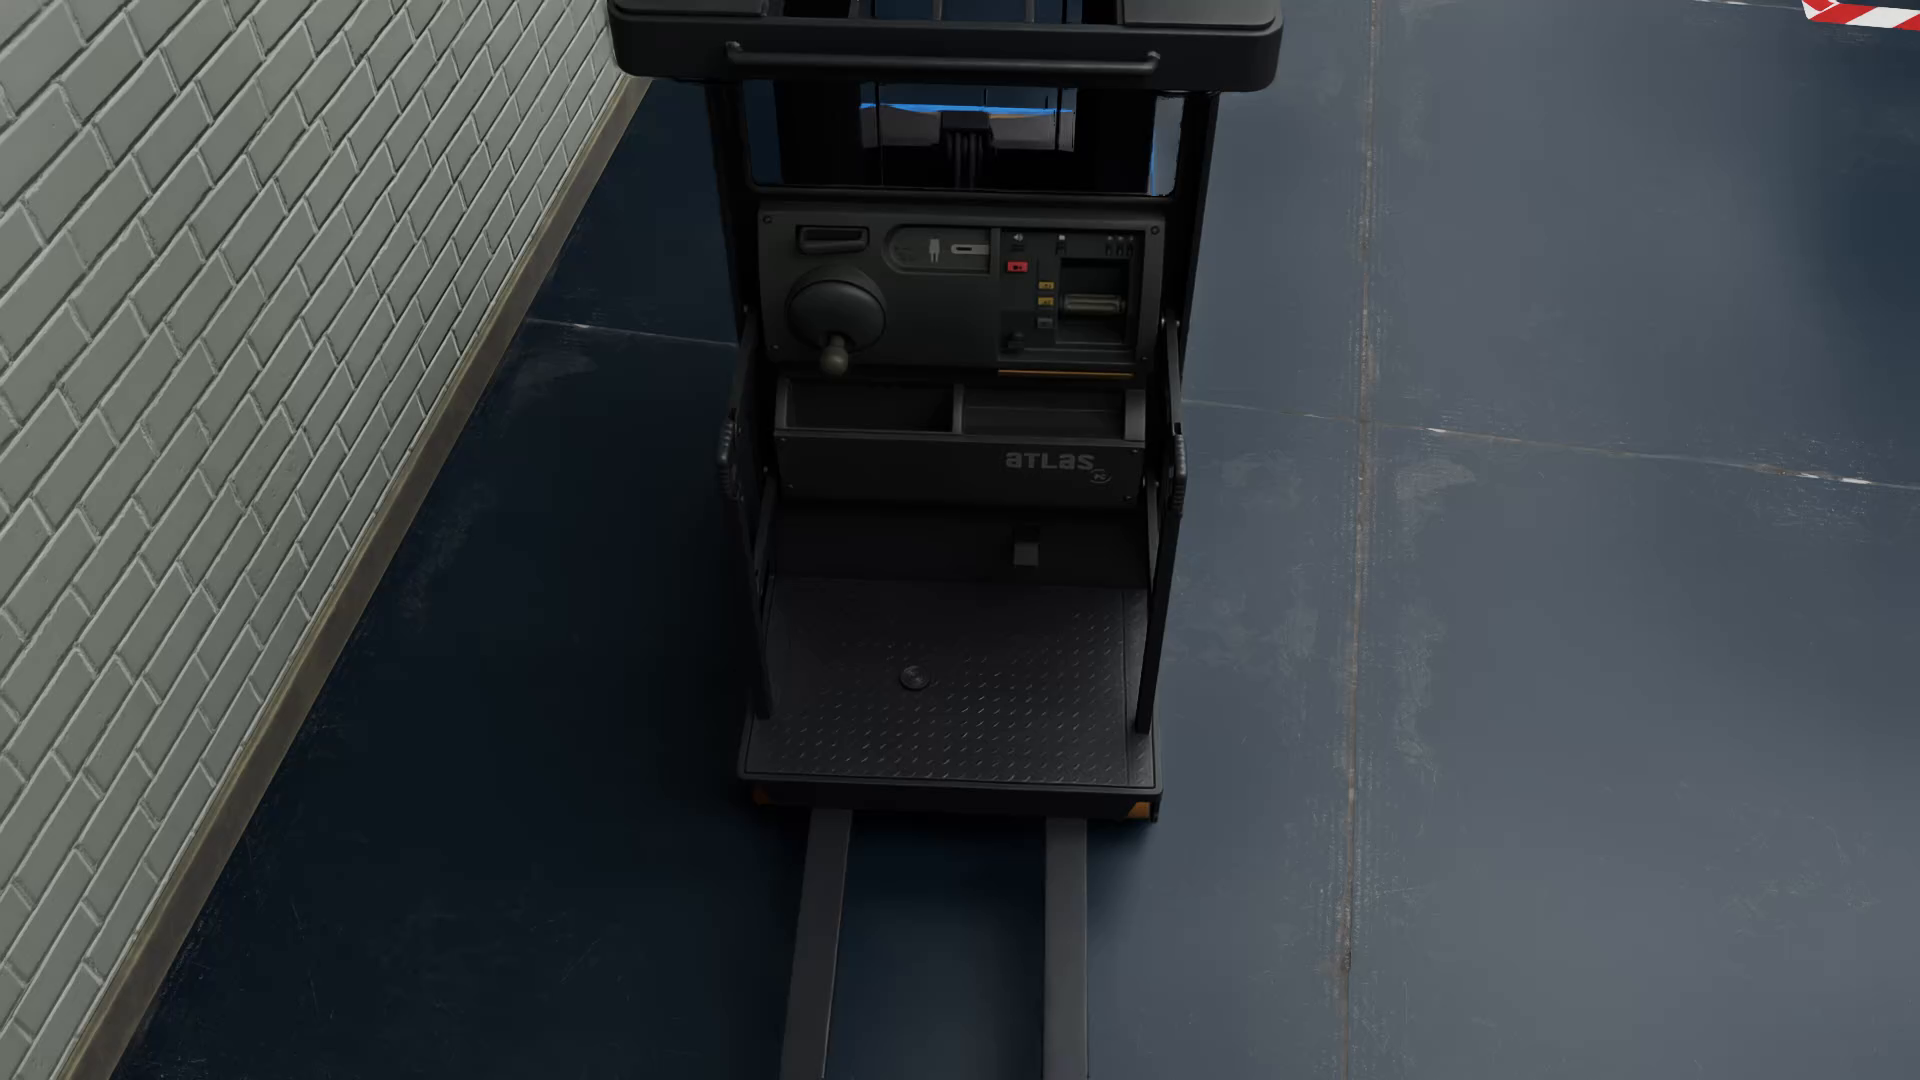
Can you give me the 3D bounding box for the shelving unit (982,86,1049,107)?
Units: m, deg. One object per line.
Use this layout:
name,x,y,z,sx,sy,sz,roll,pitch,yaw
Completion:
shelving unit,0.143,-1.056,5.586,0.210,0.900,0.258,13,47,11

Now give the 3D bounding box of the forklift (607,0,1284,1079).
forklift,-0.008,-0.471,3.702,1.130,2.935,3.031,2,48,2

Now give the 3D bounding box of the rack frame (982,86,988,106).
rack frame,0.046,-1.078,5.606,0.006,0.900,0.240,13,47,11

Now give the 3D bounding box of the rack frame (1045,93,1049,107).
rack frame,0.241,-1.034,5.567,0.006,0.900,0.240,13,47,11
